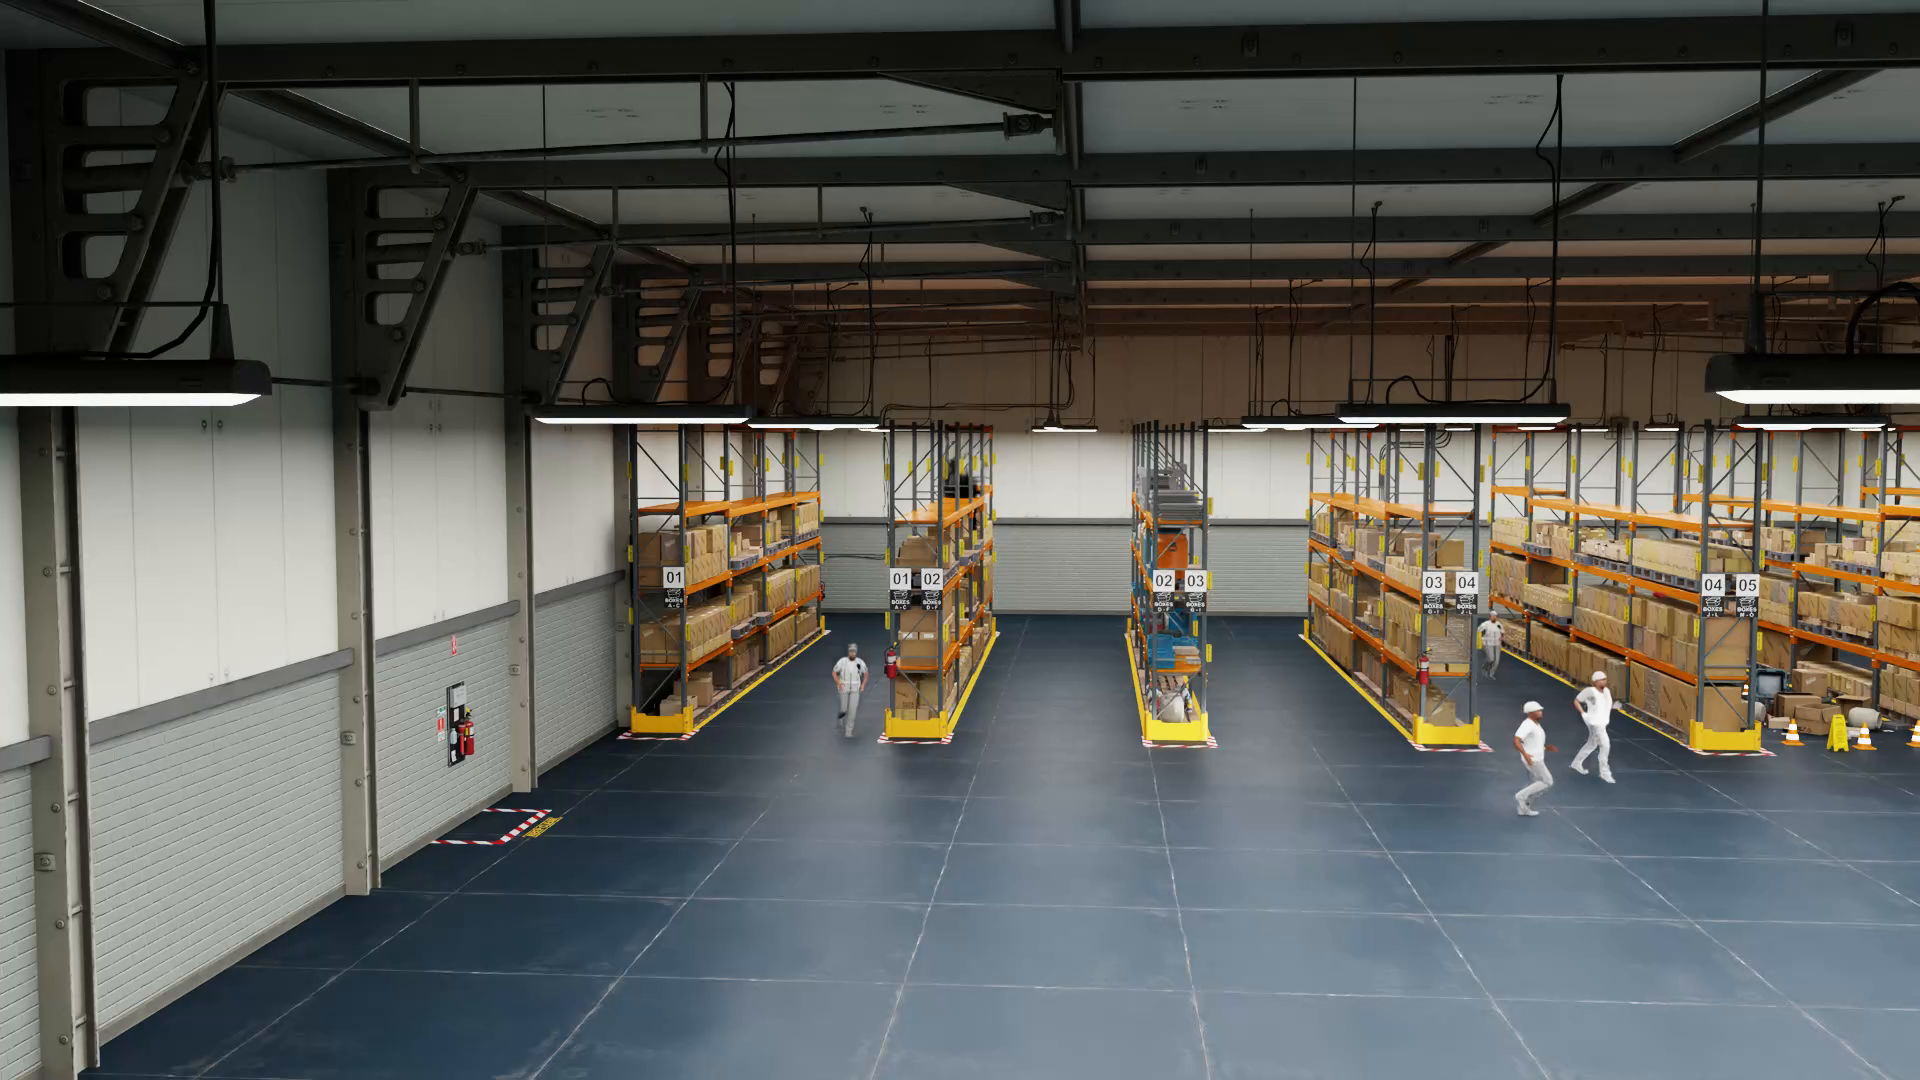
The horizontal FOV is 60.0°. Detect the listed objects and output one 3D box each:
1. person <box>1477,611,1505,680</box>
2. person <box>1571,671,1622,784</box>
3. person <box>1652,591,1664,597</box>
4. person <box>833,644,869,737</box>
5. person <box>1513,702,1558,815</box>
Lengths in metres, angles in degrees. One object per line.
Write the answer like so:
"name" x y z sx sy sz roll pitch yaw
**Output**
"person" 12.394 2.461 38.668 0.606 1.620 0.556 0 4 -4
"person" 10.577 3.086 27.639 0.651 1.841 0.830 -3 5 -44
"person" 19.830 1.906 47.318 0.552 1.649 0.698 1 4 16
"person" -2.090 2.866 31.840 0.689 1.768 0.696 -1 4 -10
"person" 8.627 3.281 24.894 0.583 1.718 0.695 2 4 26
